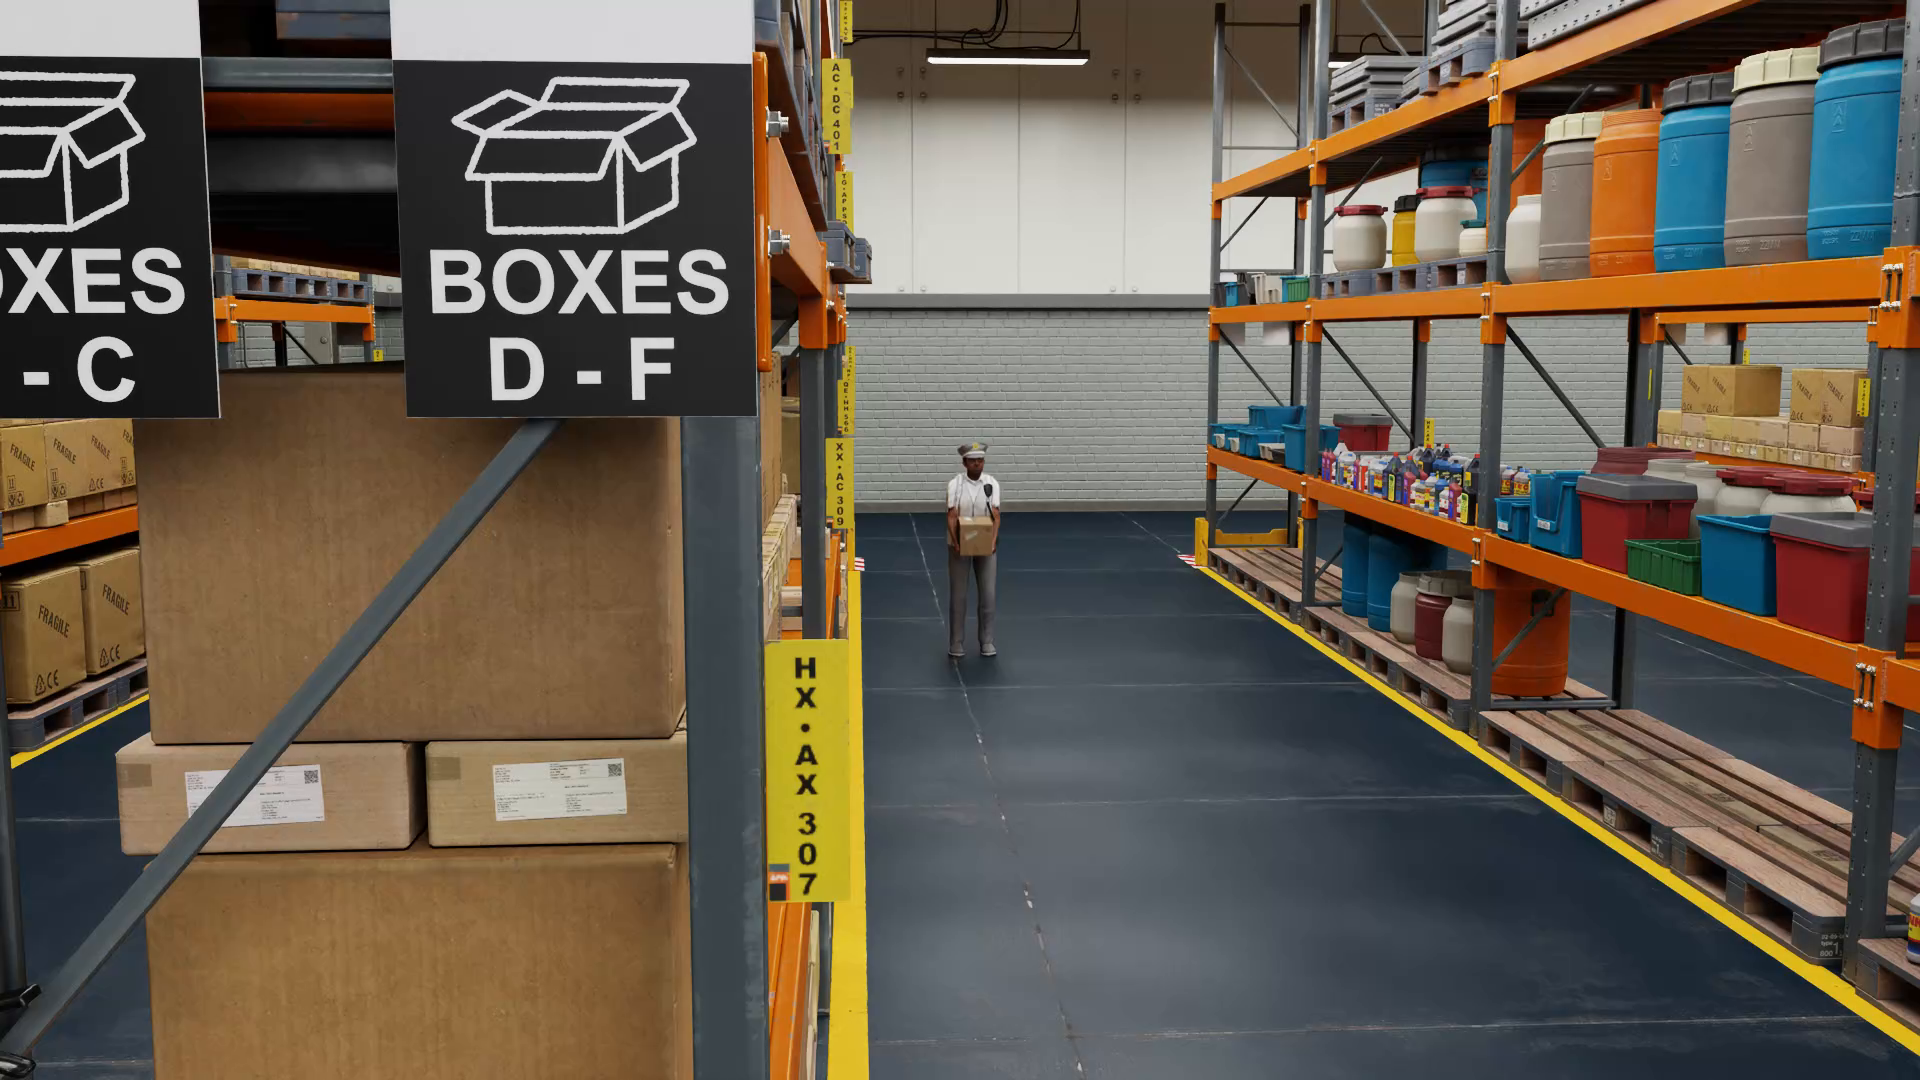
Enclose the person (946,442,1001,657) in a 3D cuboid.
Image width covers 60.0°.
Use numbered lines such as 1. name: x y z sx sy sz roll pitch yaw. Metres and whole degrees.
1. person: 0.108 0.075 13.053 0.435 1.692 0.519 -1 7 -4
